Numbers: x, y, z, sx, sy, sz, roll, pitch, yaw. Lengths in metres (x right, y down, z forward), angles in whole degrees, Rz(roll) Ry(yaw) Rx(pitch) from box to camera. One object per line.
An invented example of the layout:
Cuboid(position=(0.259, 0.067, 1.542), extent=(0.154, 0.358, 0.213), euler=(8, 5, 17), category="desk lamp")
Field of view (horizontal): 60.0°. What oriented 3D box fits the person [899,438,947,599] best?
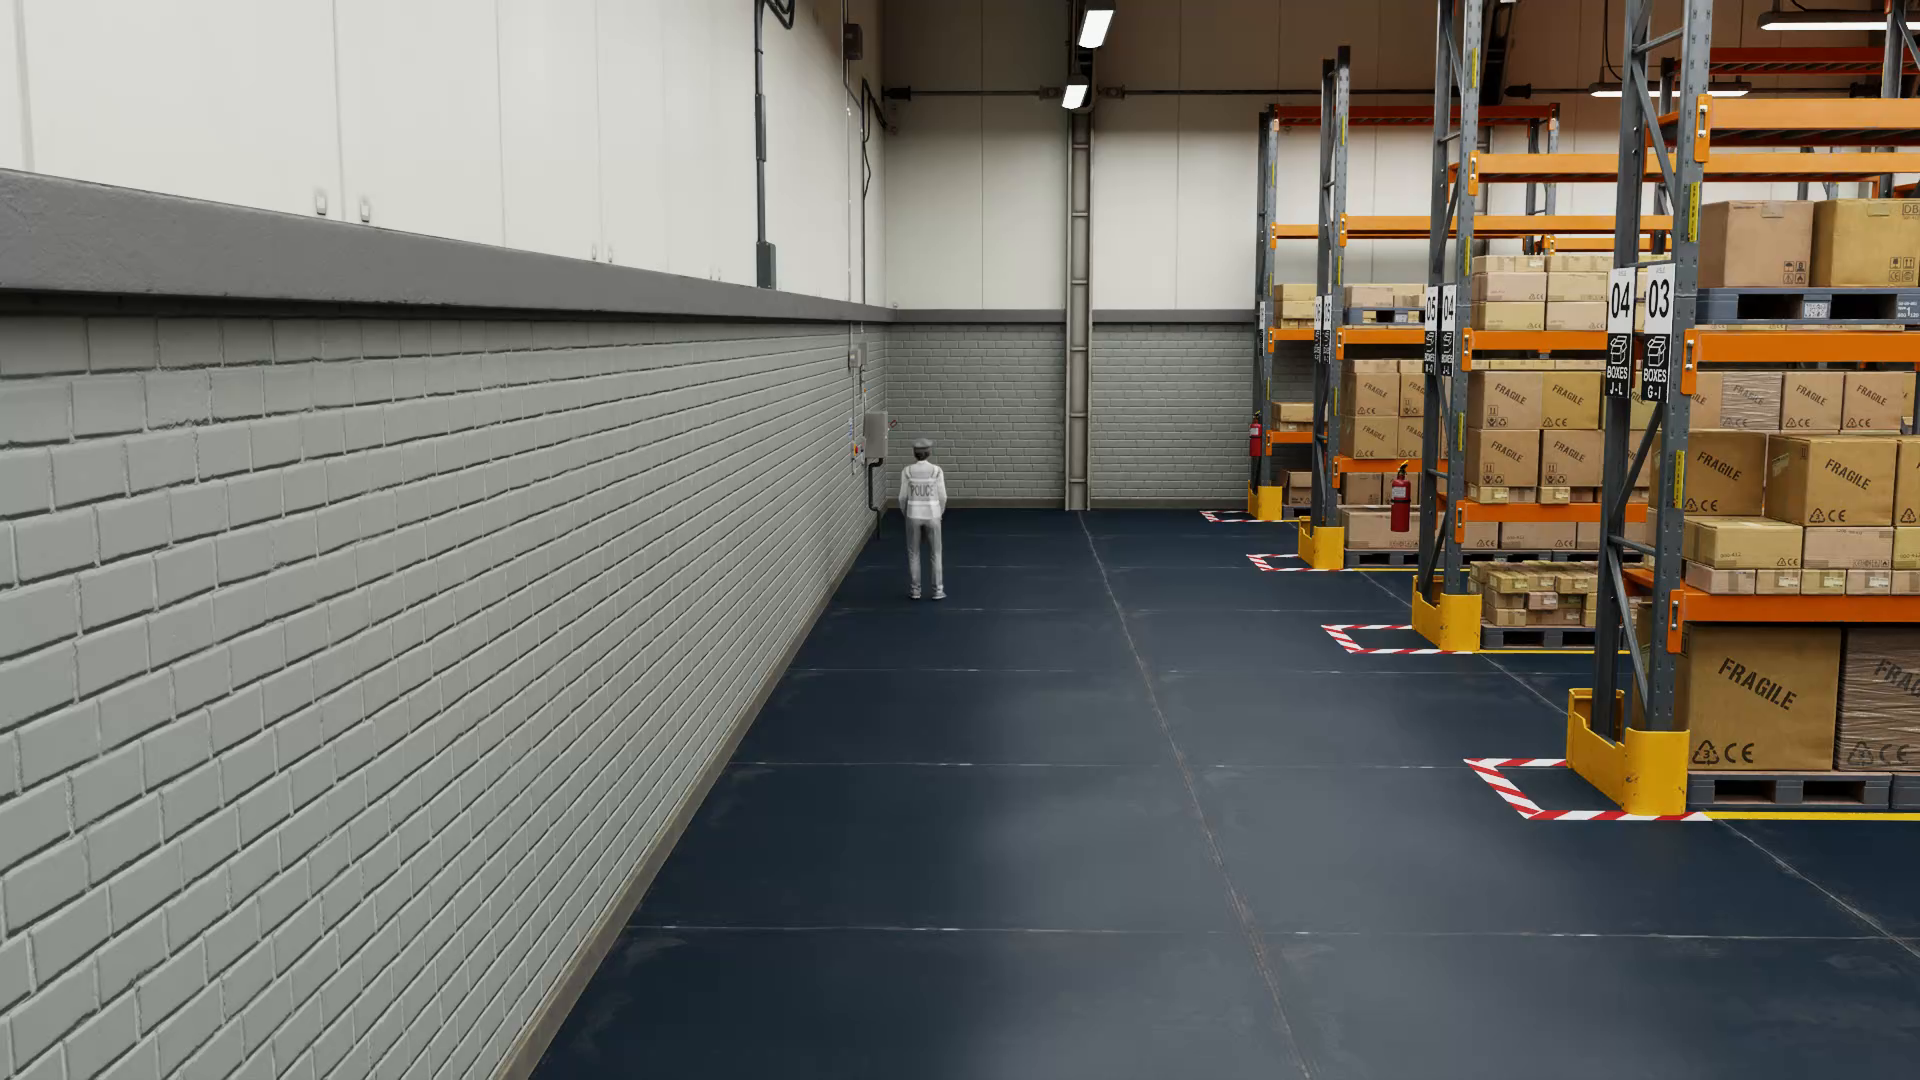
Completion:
Cuboid(position=(-0.388, -0.217, 17.384), extent=(0.502, 1.680, 0.410), euler=(0, 7, 0), category="person")
